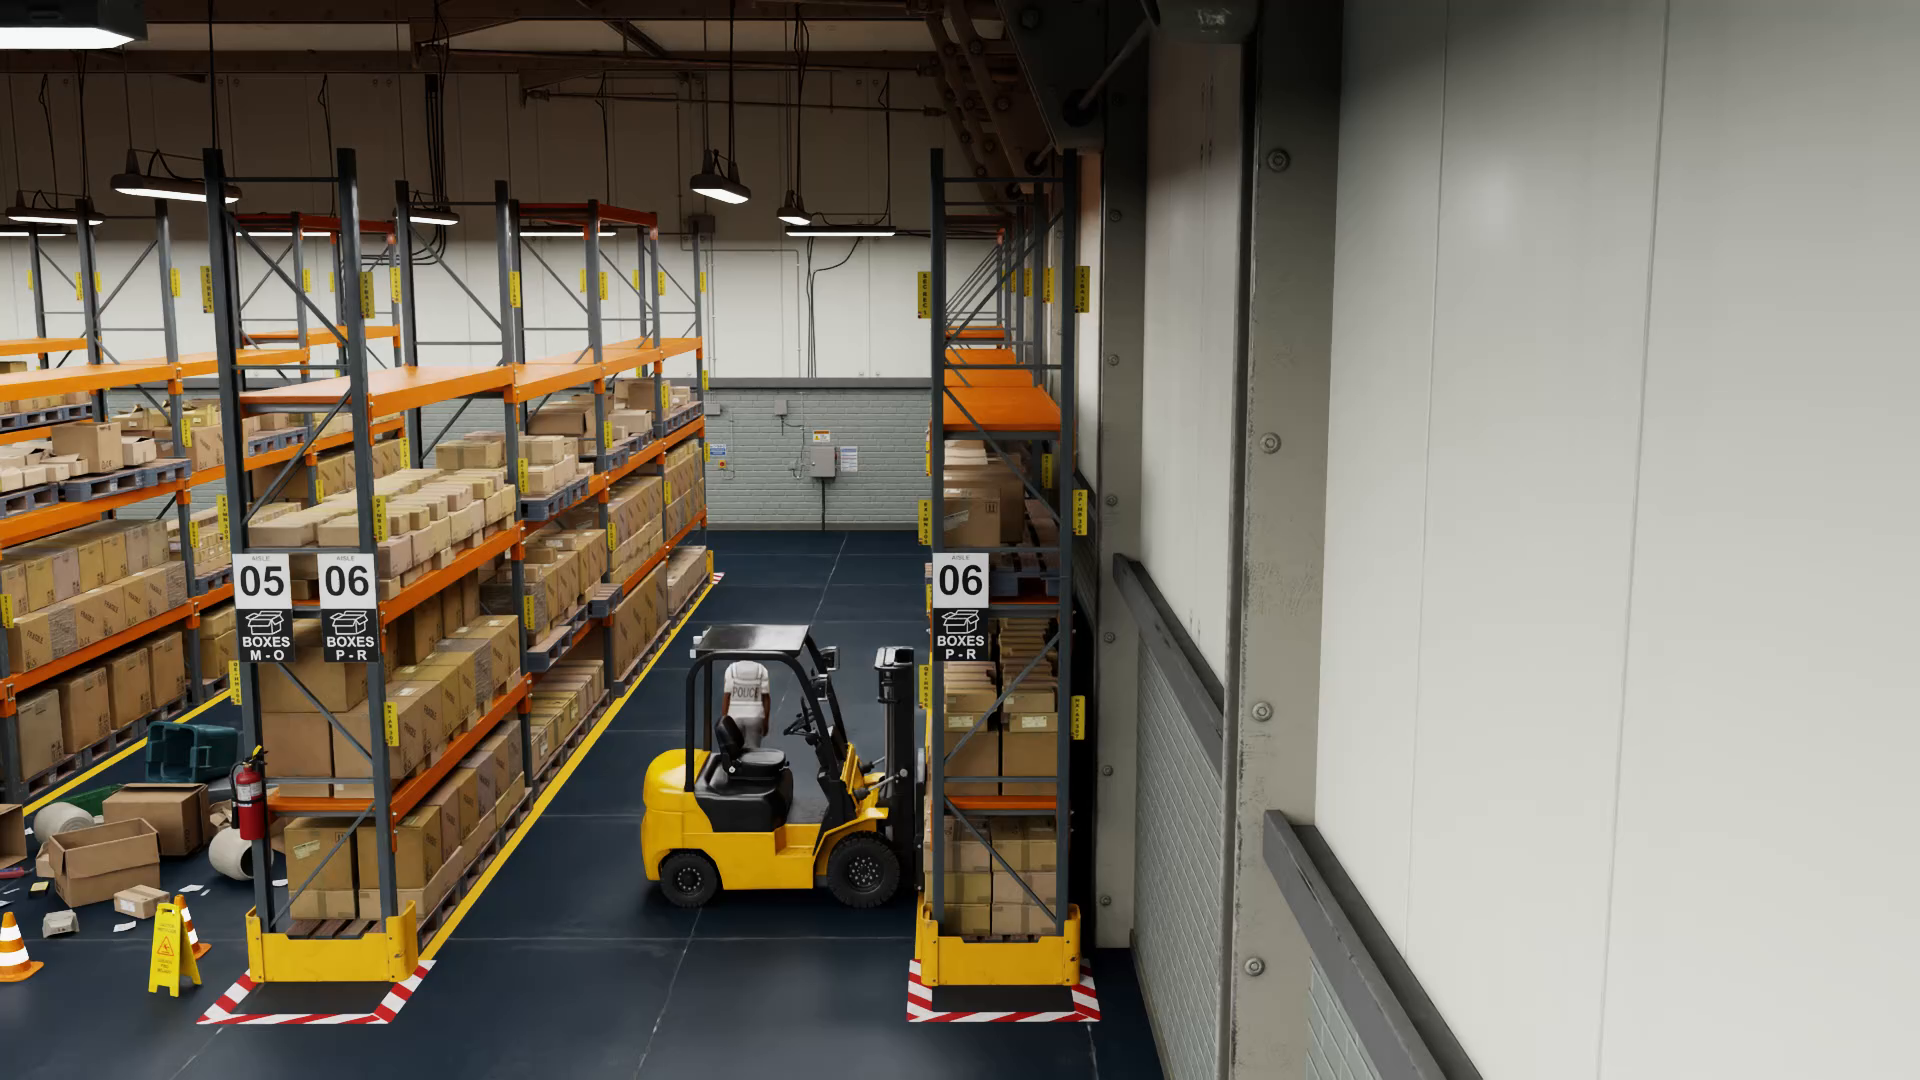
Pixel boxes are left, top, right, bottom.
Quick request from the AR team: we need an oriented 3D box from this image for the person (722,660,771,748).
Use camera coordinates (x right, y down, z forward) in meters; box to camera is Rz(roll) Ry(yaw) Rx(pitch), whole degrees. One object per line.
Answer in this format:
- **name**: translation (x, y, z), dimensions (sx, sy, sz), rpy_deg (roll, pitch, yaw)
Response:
- **person**: translation (-2.083, 1.802, 16.188), dimensions (0.485, 1.723, 0.596), rpy_deg (-1, 9, -7)
